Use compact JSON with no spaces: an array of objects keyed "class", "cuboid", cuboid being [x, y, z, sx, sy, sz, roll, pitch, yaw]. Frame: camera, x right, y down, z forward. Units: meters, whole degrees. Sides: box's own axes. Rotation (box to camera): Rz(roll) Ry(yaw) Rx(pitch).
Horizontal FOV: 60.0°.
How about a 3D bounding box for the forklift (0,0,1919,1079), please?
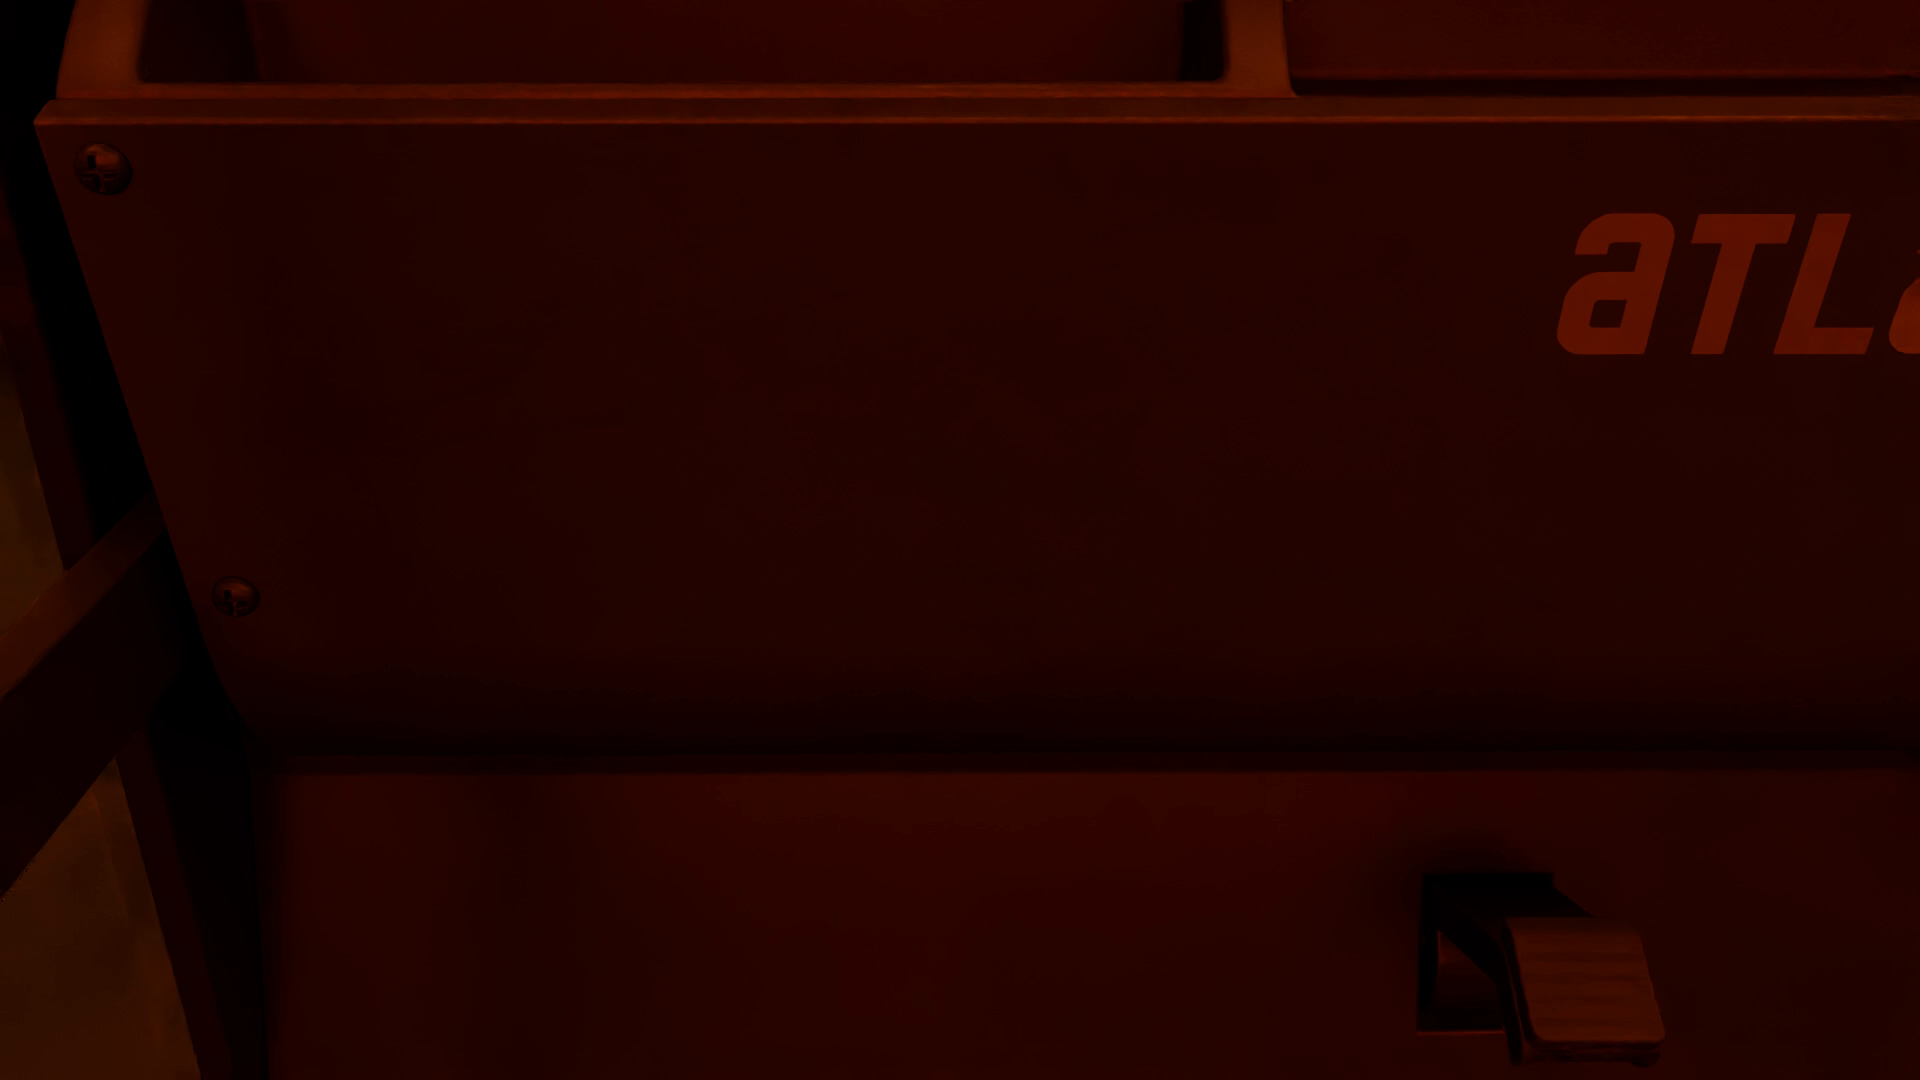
[{"class":"forklift","cuboid":[0.123,-0.532,0.282,1.130,2.935,3.031,0,27,0]}]
